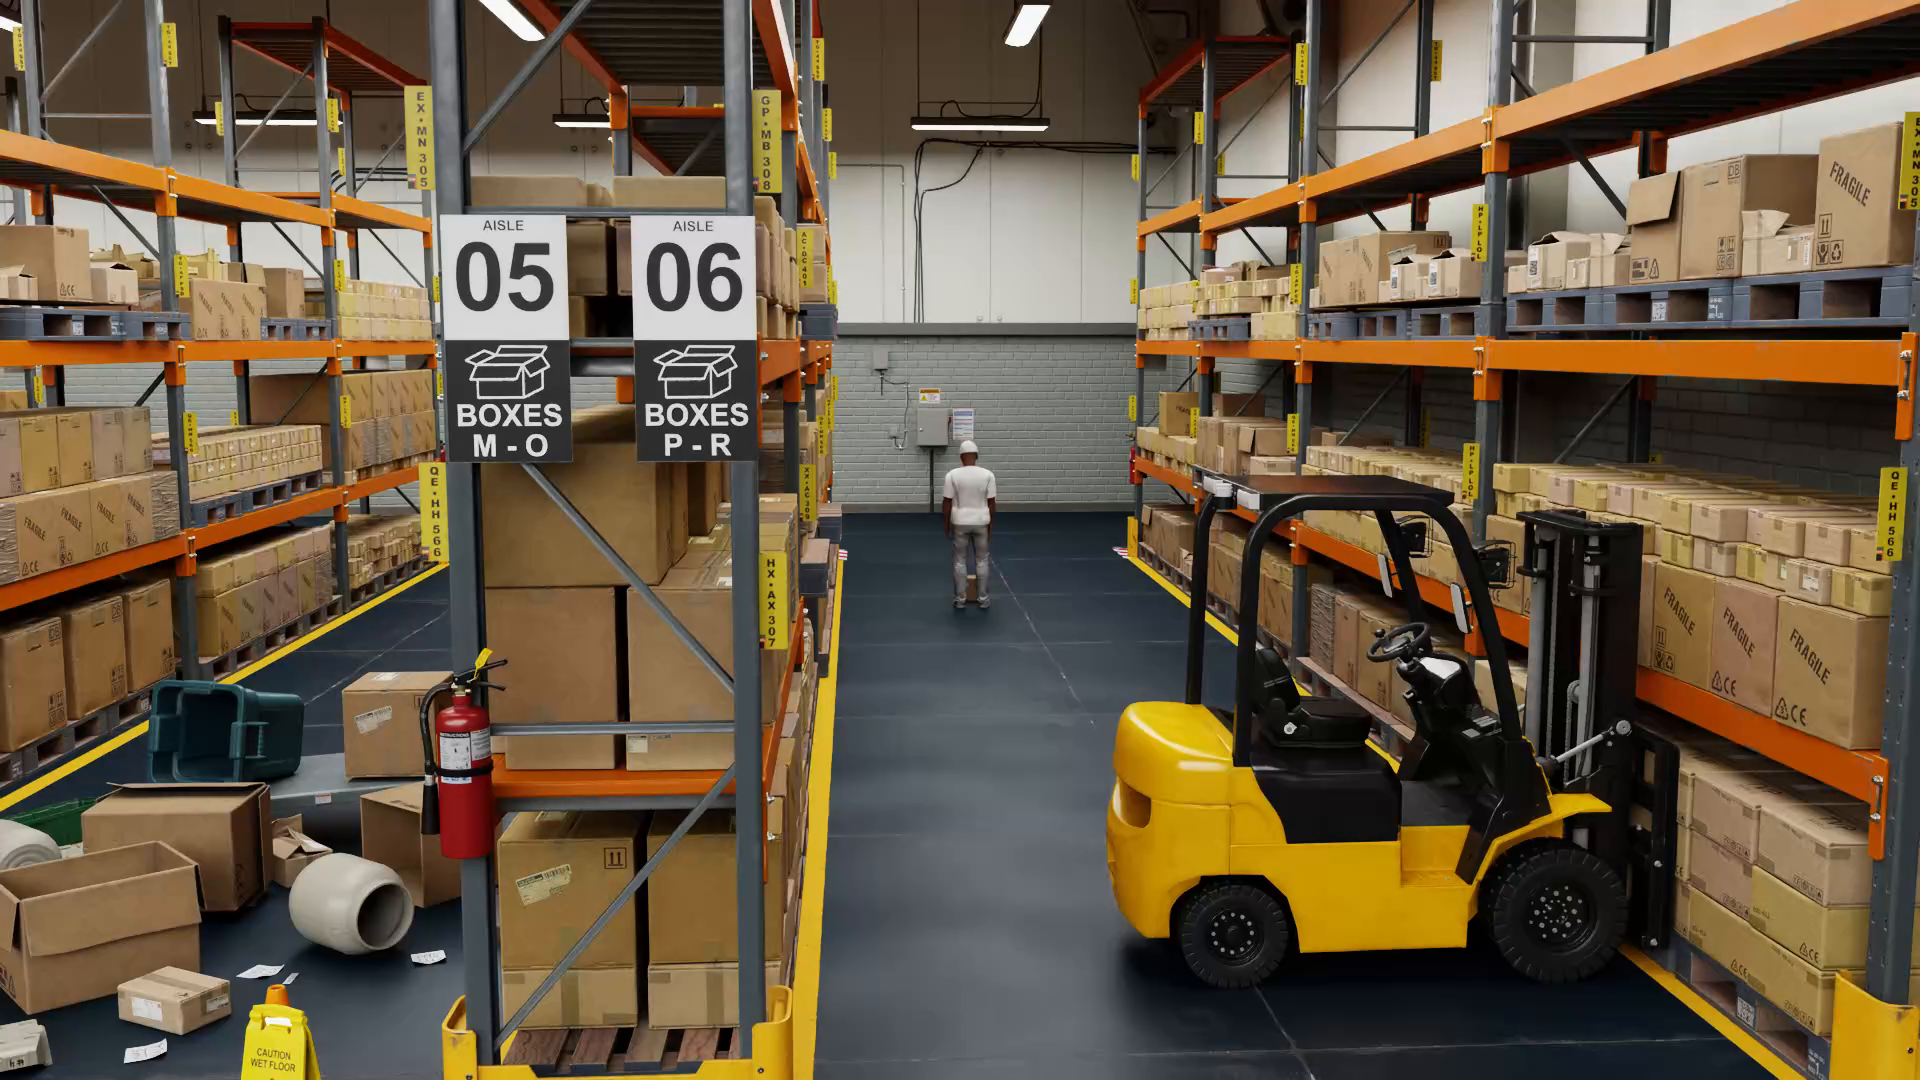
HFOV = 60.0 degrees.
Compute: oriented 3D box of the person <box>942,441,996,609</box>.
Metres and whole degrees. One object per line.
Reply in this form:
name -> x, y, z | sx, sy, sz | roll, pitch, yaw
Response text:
person -> 0.095, -0.165, 17.532 | 0.566, 1.762, 0.363 | 0, 7, -3
